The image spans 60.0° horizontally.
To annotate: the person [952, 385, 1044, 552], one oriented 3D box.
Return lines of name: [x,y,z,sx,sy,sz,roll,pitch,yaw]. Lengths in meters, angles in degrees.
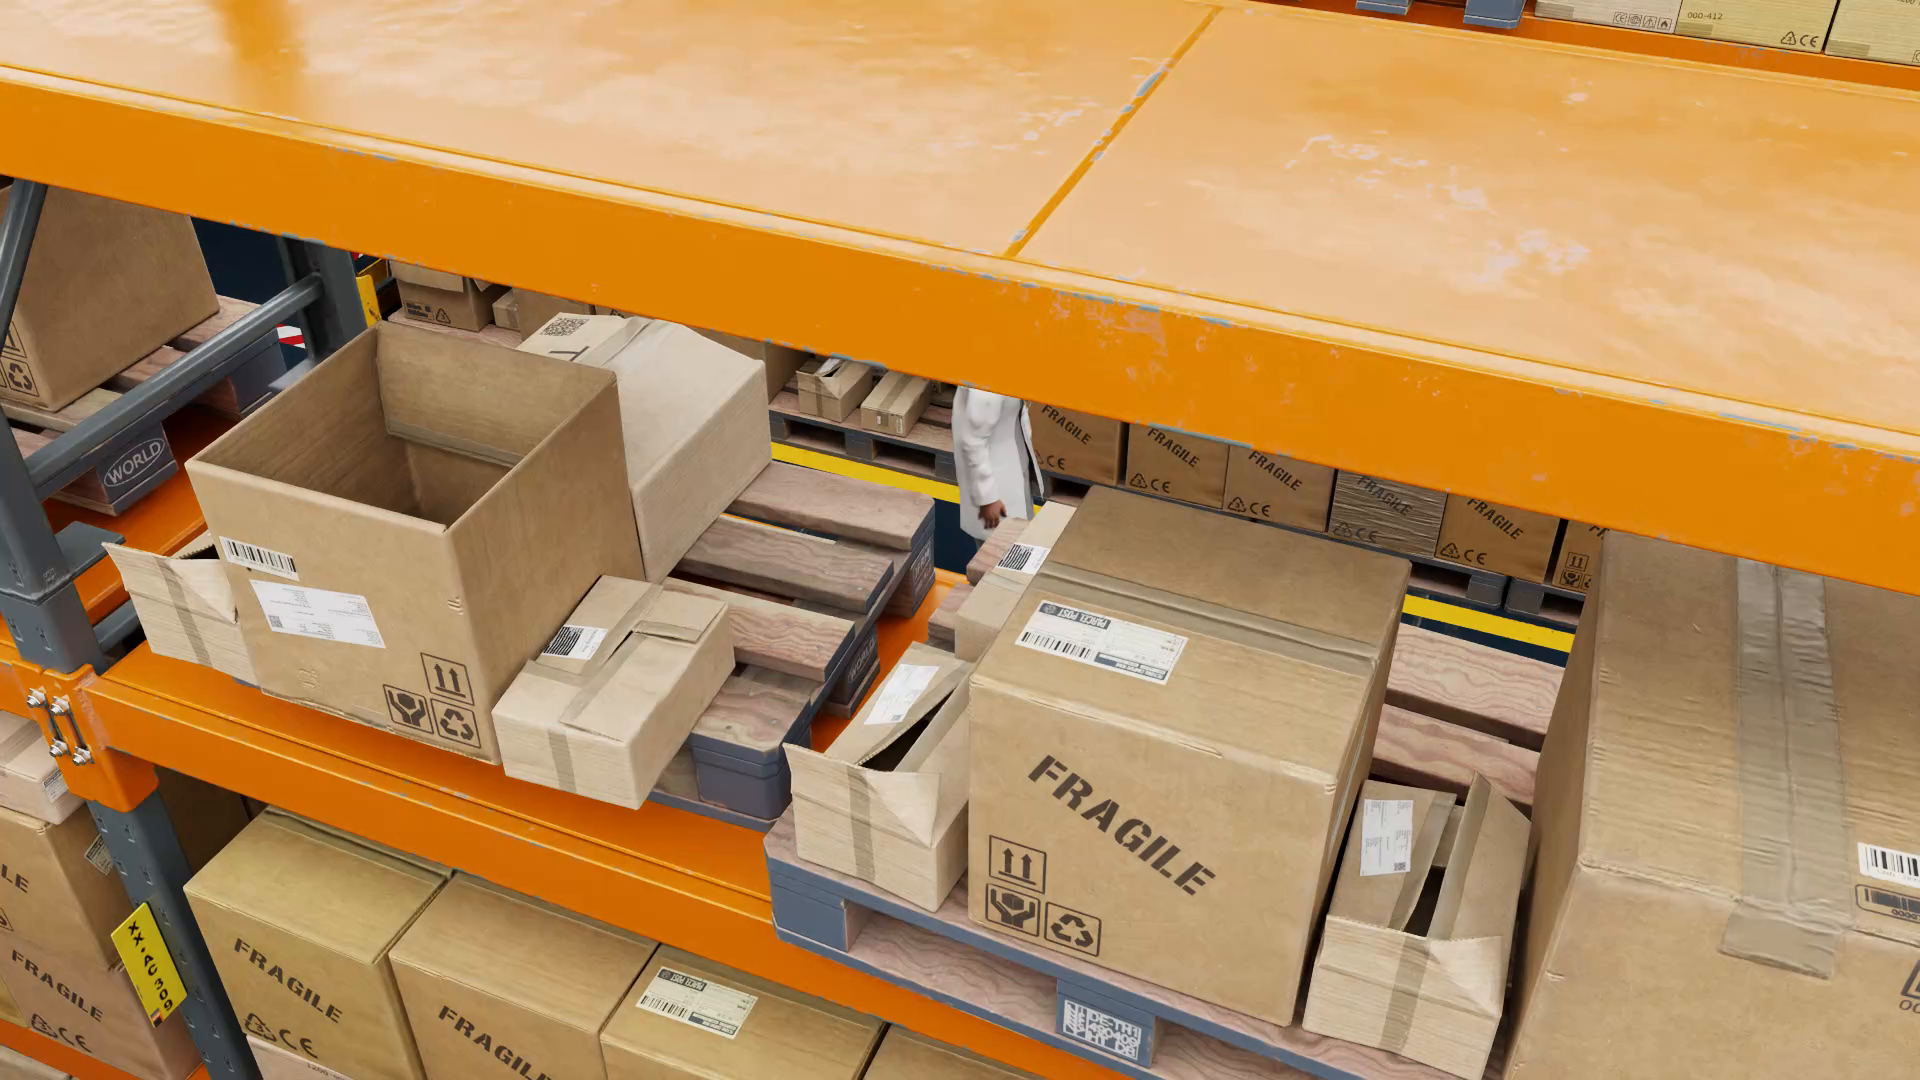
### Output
person: [0.188,-0.307,7.243,0.432,1.772,0.642,11,38,15]
